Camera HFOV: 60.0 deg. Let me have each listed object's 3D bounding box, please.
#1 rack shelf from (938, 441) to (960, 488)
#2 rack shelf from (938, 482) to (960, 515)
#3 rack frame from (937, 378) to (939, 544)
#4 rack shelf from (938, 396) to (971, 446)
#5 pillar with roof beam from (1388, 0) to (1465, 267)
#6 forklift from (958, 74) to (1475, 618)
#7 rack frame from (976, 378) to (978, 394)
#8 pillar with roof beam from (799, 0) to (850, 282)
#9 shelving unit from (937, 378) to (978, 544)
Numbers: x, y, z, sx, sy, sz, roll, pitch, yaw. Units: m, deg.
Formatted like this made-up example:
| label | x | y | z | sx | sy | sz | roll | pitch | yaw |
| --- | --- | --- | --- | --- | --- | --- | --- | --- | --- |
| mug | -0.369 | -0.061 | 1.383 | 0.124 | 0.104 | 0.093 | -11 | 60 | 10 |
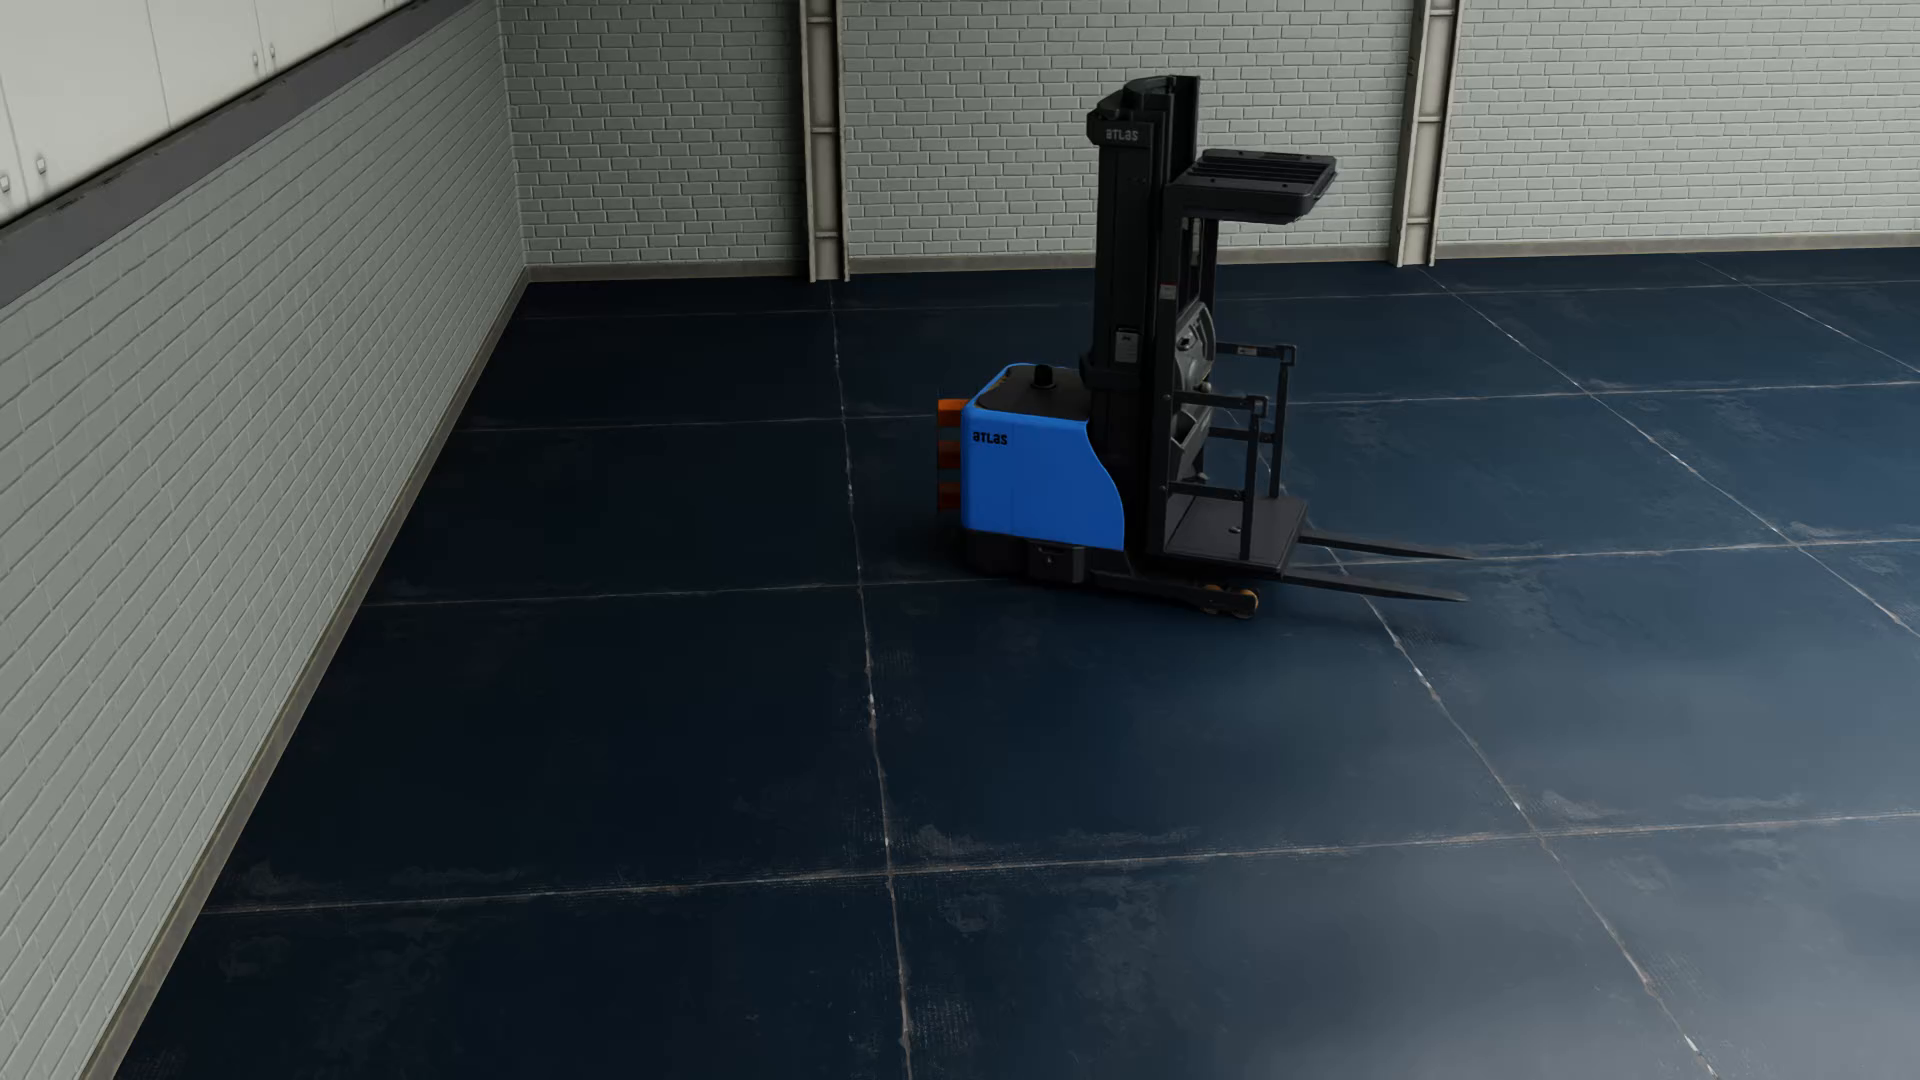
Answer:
| label | x | y | z | sx | sy | sz | roll | pitch | yaw |
| --- | --- | --- | --- | --- | --- | --- | --- | --- | --- |
| rack shelf | -0.019 | -0.488 | 10.582 | 0.240 | 0.259 | 0.215 | 0 | 24 | -1 |
| rack shelf | -0.019 | -0.234 | 10.695 | 0.240 | 0.259 | 0.215 | 0 | 24 | -1 |
| rack frame | -0.141 | -0.497 | 10.576 | 0.008 | 1.050 | 0.200 | 0 | 24 | -1 |
| rack shelf | -0.019 | -0.747 | 10.466 | 0.240 | 0.259 | 0.215 | 0 | 24 | -1 |
| pillar with roof beam | 5.083 | -5.242 | 11.464 | 0.400 | 9.000 | 9.100 | -2 | 24 | -5 |
| forklift | 1.560 | -1.125 | 9.672 | 3.031 | 2.935 | 1.130 | 8 | 25 | 18 |
| rack frame | 0.103 | -0.498 | 10.579 | 0.008 | 1.050 | 0.200 | 0 | 24 | -1 |
| pillar with roof beam | -0.888 | -5.003 | 10.926 | 0.400 | 9.000 | 9.100 | -2 | 24 | -5 |
| shelving unit | -0.019 | -0.498 | 10.577 | 0.252 | 1.050 | 0.215 | 0 | 24 | -1 |
